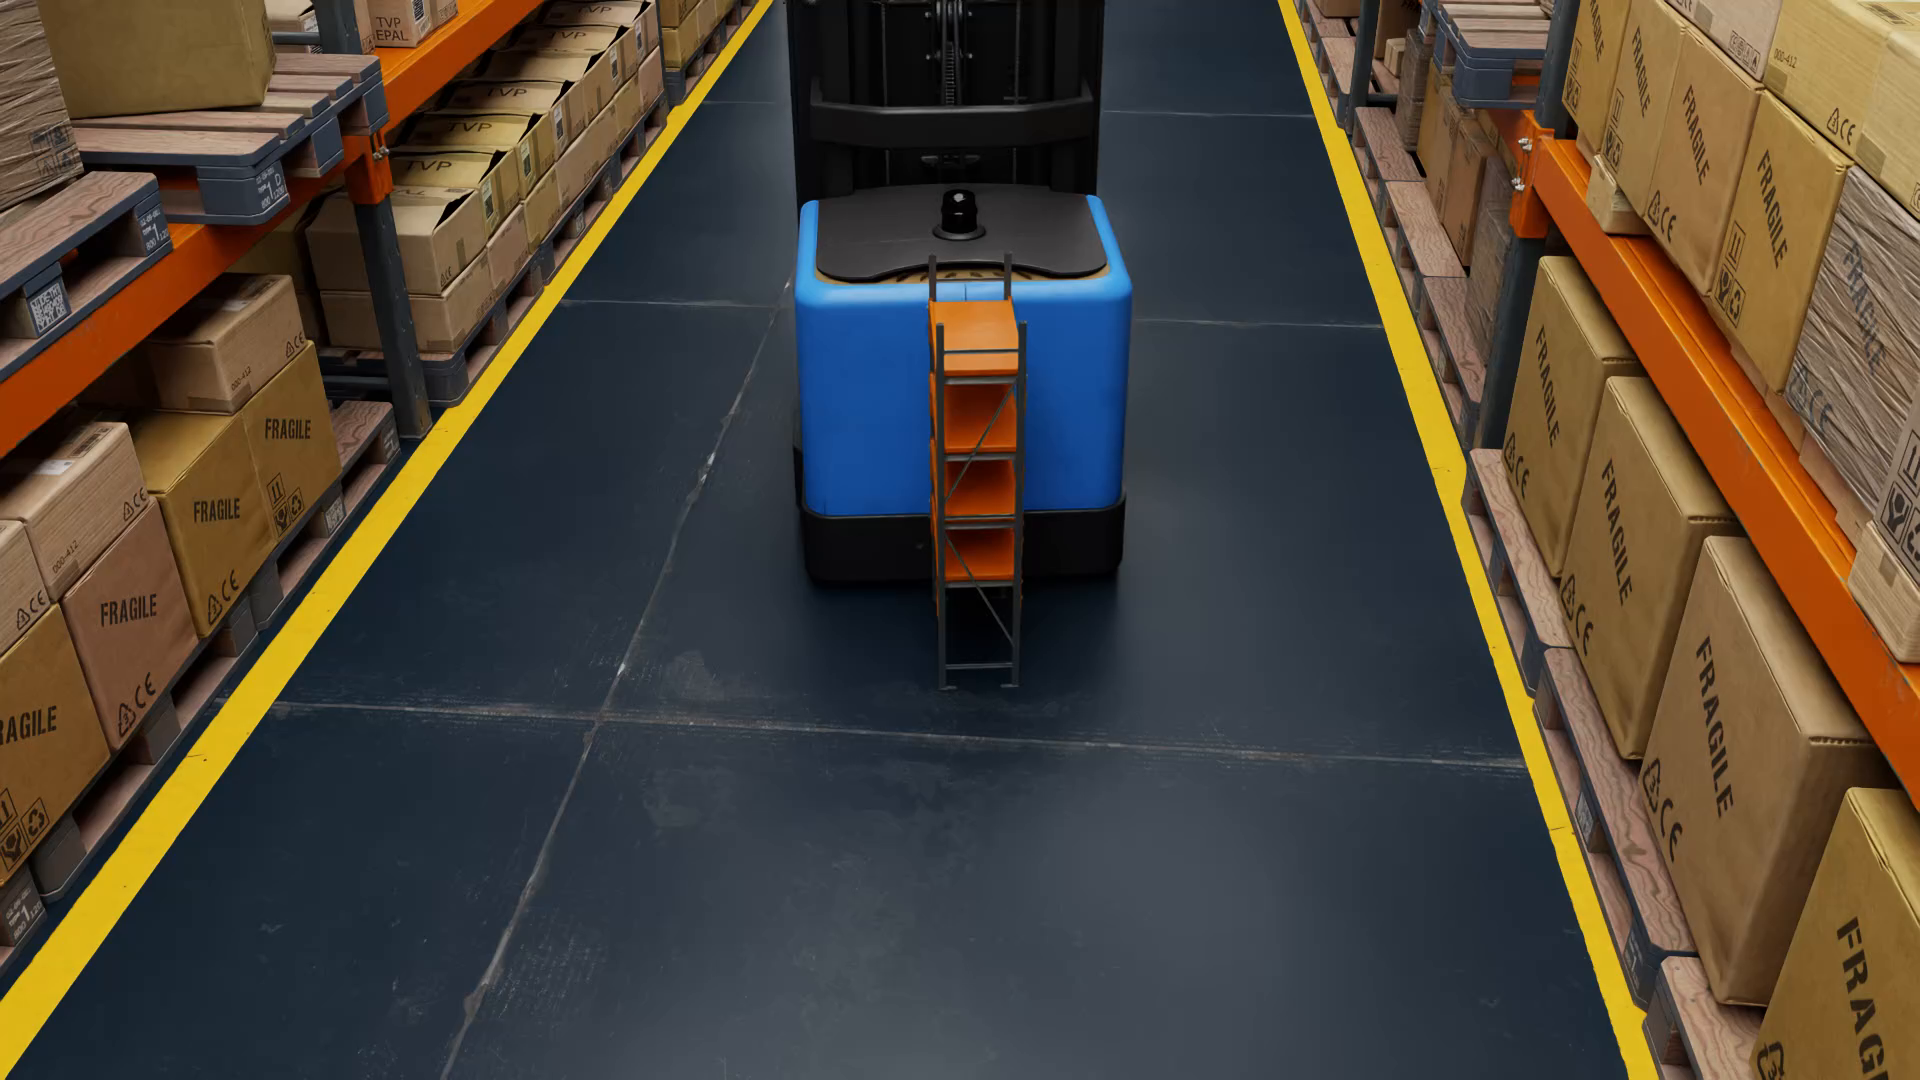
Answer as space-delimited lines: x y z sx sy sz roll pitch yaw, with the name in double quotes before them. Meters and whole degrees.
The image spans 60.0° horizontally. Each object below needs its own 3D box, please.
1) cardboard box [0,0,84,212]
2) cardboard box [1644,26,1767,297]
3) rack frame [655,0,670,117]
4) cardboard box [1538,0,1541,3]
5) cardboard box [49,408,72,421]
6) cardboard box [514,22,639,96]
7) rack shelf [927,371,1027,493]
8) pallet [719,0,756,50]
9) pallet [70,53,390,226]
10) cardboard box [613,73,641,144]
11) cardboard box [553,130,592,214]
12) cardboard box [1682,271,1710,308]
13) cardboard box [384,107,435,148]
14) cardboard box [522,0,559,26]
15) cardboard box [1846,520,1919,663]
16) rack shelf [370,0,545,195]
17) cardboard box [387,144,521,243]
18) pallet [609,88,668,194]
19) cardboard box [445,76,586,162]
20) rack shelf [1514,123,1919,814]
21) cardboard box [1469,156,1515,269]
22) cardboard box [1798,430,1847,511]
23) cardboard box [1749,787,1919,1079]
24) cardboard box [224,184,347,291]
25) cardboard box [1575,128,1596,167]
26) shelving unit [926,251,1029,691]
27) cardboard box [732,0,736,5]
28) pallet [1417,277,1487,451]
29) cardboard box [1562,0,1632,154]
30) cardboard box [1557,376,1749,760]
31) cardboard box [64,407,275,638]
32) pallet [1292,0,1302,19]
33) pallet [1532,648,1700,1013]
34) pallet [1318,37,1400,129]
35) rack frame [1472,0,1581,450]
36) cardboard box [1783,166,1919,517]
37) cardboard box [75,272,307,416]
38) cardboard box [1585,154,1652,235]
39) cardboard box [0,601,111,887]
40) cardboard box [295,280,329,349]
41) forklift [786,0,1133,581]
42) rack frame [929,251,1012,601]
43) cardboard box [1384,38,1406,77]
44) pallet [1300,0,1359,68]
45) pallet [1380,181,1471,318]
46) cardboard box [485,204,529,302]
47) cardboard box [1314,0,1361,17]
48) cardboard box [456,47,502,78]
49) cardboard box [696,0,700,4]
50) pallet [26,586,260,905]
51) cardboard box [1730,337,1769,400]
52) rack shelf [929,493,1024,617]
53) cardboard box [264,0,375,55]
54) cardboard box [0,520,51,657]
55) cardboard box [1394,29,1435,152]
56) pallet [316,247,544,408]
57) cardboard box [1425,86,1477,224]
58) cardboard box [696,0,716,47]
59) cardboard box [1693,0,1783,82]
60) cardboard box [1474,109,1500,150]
"cardboard box" -2.754 -1.124 4.219 0.700 0.500 0.500 8 33 13
"cardboard box" 1.999 -0.899 3.951 0.500 0.500 0.500 2 32 4
"rack frame" -2.225 -3.798 9.054 1.000 3.000 0.127 2 32 4
"cardboard box" 2.434 -2.266 6.054 0.700 0.500 0.500 0 32 -1
"cardboard box" -2.955 -0.068 4.964 0.500 0.500 0.500 2 32 3
"cardboard box" -2.008 -2.549 8.713 0.500 0.311 0.500 3 32 5
"rack shelf" 0.043 -0.324 4.834 0.258 0.148 0.480 -2 32 -3
"pallet" -2.021 -3.665 11.496 1.003 0.211 1.213 2 32 4
"pallet" -2.535 -1.268 5.131 1.213 0.211 1.003 2 32 4
"cardboard box" -2.012 -2.313 8.864 0.500 0.250 0.500 2 32 3
"cardboard box" -2.096 -1.779 7.999 0.500 0.250 0.500 3 32 5
"cardboard box" 2.084 -0.697 4.242 0.380 0.149 0.250 3 32 5
"cardboard box" -2.673 -1.774 7.455 0.500 0.311 0.500 2 32 4
"cardboard box" -2.506 -2.840 9.185 0.500 0.311 0.500 3 32 4
"cardboard box" 1.833 0.097 2.954 0.380 0.149 0.250 2 32 4
"rack shelf" -2.387 -2.446 7.546 1.077 0.370 4.000 2 32 4
"cardboard box" -2.180 -1.490 6.995 0.500 0.311 0.500 2 32 3
"pallet" -2.246 -2.224 9.158 1.003 0.211 1.213 2 32 4
"cardboard box" -2.095 -2.025 7.864 0.500 0.311 0.500 2 32 3
"rack shelf" 2.225 -0.145 3.812 1.077 0.370 4.000 2 32 4
"cardboard box" 2.552 -1.263 6.904 0.700 0.500 0.500 2 32 4
"cardboard box" 1.954 -0.158 3.368 0.380 0.149 0.250 2 32 3
"cardboard box" 1.985 0.986 2.940 0.750 0.750 0.750 3 32 5
"cardboard box" -2.753 -1.238 6.586 0.500 0.311 0.500 3 32 5
"cardboard box" 2.130 -1.236 5.117 0.380 0.149 0.250 2 32 3
"shelving unit" 0.043 -0.191 4.916 0.258 1.200 0.503 -2 32 -3
"cardboard box" -1.758 -3.820 11.310 0.500 0.250 0.500 2 32 4
"pallet" 2.452 -0.718 6.715 1.003 0.211 1.213 2 32 4
"cardboard box" 2.093 -1.432 4.816 0.500 0.500 0.500 3 32 5
"cardboard box" 2.119 0.076 4.416 0.750 0.750 0.750 2 32 4
"cardboard box" -2.435 -0.060 4.952 0.500 0.500 0.500 1 32 2
"pallet" 2.931 -4.030 12.088 1.003 0.211 1.213 2 32 4
"pallet" 2.146 0.735 4.356 1.003 0.211 1.213 2 32 4
"pallet" 2.732 -2.754 10.018 1.003 0.211 1.213 2 32 4
"rack frame" 2.387 -1.497 5.320 1.000 3.000 0.127 2 32 4
"cardboard box" 1.929 -0.365 3.085 0.500 0.500 0.500 3 32 4
"cardboard box" -2.393 -0.620 5.146 0.500 0.250 0.500 4 32 6
"cardboard box" 1.995 -0.970 4.685 0.380 0.149 0.250 3 32 5
"cardboard box" -2.513 0.479 4.077 0.500 0.500 0.500 3 32 5
"cardboard box" -2.750 -1.000 6.735 0.500 0.250 0.500 3 32 5
"forklift" -0.064 -1.857 5.969 1.130 2.935 3.031 -2 32 -3
"rack frame" 0.030 -0.319 5.123 0.240 1.200 0.015 -2 32 -3
"cardboard box" 2.727 -2.851 9.798 0.380 0.166 0.250 -2 32 -2
"pallet" 2.829 -3.394 11.056 1.003 0.211 1.213 2 32 4
"pallet" 2.554 -1.355 7.747 1.003 0.211 1.213 2 32 4
"cardboard box" -2.175 -1.239 7.122 0.500 0.250 0.500 2 32 3
"cardboard box" 2.737 -3.766 10.965 0.700 0.500 0.500 1 32 1
"cardboard box" -2.593 -2.308 8.321 0.500 0.311 0.500 1 32 2
"cardboard box" -1.842 -3.617 10.265 0.500 0.500 0.500 2 32 4
"pallet" -2.751 0.505 4.729 1.003 0.211 1.213 2 32 4
"cardboard box" 2.016 -0.434 3.815 0.380 0.149 0.250 3 32 4
"rack shelf" 0.043 0.036 5.055 0.258 0.148 0.480 -2 32 -3
"cardboard box" -2.477 -1.857 5.989 0.500 0.311 0.500 4 32 7
"cardboard box" -2.512 0.177 3.852 0.500 0.250 0.500 3 32 4
"cardboard box" 2.670 -2.326 8.629 0.700 0.500 0.500 3 32 6
"pallet" -2.444 -0.948 7.088 1.003 0.211 1.213 2 32 4
"cardboard box" 2.596 -1.789 7.757 0.700 0.500 0.500 3 32 5
"cardboard box" -1.839 -3.297 10.462 0.500 0.250 0.500 2 32 4
"cardboard box" 2.014 -1.225 3.766 0.500 0.250 0.500 3 32 4
"cardboard box" 2.540 -1.883 7.194 0.500 0.250 0.500 2 32 4
